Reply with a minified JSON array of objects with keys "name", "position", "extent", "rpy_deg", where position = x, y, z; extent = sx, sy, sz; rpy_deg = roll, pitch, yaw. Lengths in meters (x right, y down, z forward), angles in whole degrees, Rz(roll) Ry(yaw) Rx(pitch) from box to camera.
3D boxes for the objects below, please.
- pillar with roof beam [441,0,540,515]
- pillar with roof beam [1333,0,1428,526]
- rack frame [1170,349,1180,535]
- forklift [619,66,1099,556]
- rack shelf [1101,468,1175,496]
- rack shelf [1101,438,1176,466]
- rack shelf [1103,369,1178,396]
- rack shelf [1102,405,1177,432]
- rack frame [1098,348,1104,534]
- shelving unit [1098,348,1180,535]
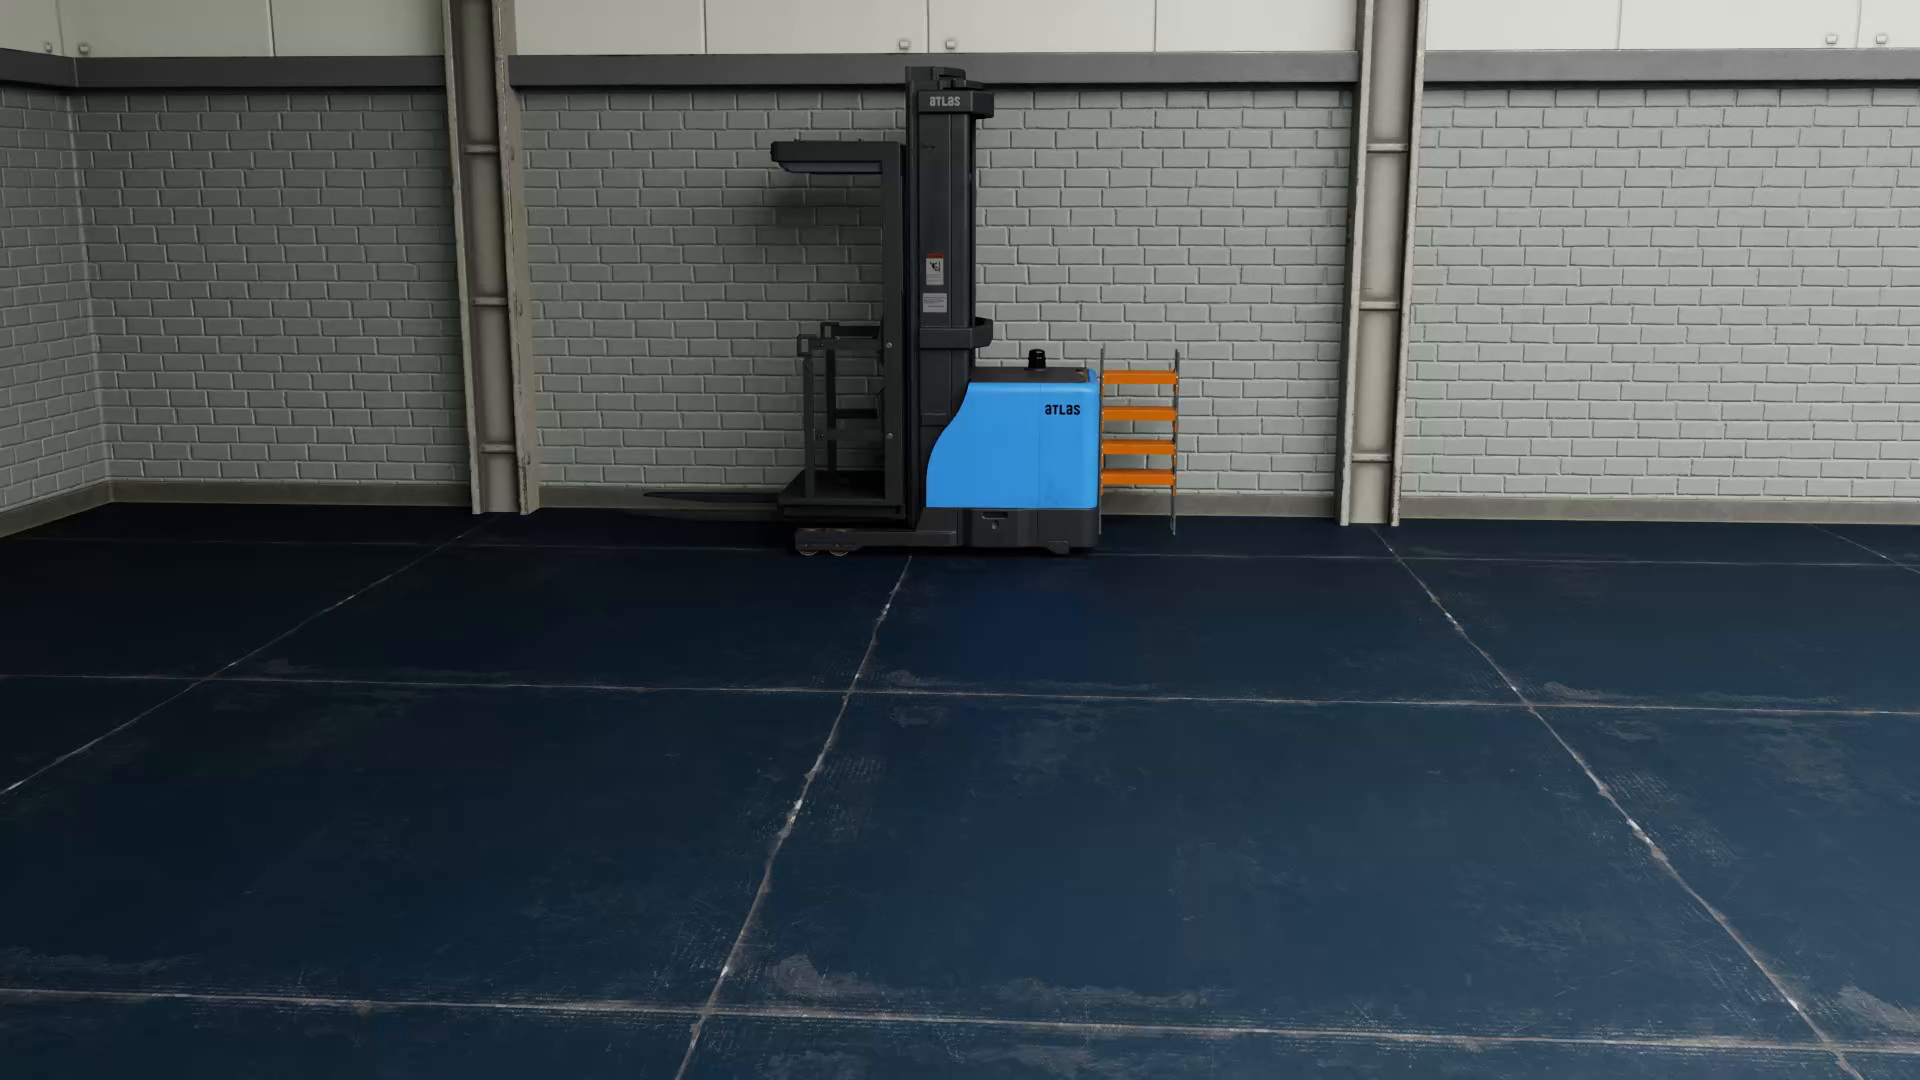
[{"name":"pillar with roof beam","position":[-3.497,-3.736,6.652],"extent":[0.400,9.000,9.100],"rpy_deg":[1,12,4]},{"name":"pillar with roof beam","position":[2.489,-3.654,6.260],"extent":[0.400,9.000,9.100],"rpy_deg":[1,12,4]},{"name":"rack frame","position":[1.412,-0.644,10.917],"extent":[0.015,1.200,0.240],"rpy_deg":[1,12,3]},{"name":"forklift","position":[-0.629,-1.443,10.506],"extent":[3.031,2.935,1.130],"rpy_deg":[1,12,3]},{"name":"rack shelf","position":[1.169,-0.387,10.985],"extent":[0.480,0.148,0.258],"rpy_deg":[1,12,3]},{"name":"rack shelf","position":[1.169,-0.581,10.944],"extent":[0.480,0.148,0.258],"rpy_deg":[1,12,3]},{"name":"rack shelf","position":[1.169,-1.032,10.850],"extent":[0.480,0.148,0.258],"rpy_deg":[1,12,3]},{"name":"rack shelf","position":[1.169,-0.800,10.898],"extent":[0.480,0.148,0.258],"rpy_deg":[1,12,3]},{"name":"rack frame","position":[0.925,-0.650,10.943],"extent":[0.015,1.200,0.240],"rpy_deg":[1,12,3]},{"name":"shelving unit","position":[1.169,-0.647,10.930],"extent":[0.503,1.200,0.258],"rpy_deg":[1,12,3]}]
